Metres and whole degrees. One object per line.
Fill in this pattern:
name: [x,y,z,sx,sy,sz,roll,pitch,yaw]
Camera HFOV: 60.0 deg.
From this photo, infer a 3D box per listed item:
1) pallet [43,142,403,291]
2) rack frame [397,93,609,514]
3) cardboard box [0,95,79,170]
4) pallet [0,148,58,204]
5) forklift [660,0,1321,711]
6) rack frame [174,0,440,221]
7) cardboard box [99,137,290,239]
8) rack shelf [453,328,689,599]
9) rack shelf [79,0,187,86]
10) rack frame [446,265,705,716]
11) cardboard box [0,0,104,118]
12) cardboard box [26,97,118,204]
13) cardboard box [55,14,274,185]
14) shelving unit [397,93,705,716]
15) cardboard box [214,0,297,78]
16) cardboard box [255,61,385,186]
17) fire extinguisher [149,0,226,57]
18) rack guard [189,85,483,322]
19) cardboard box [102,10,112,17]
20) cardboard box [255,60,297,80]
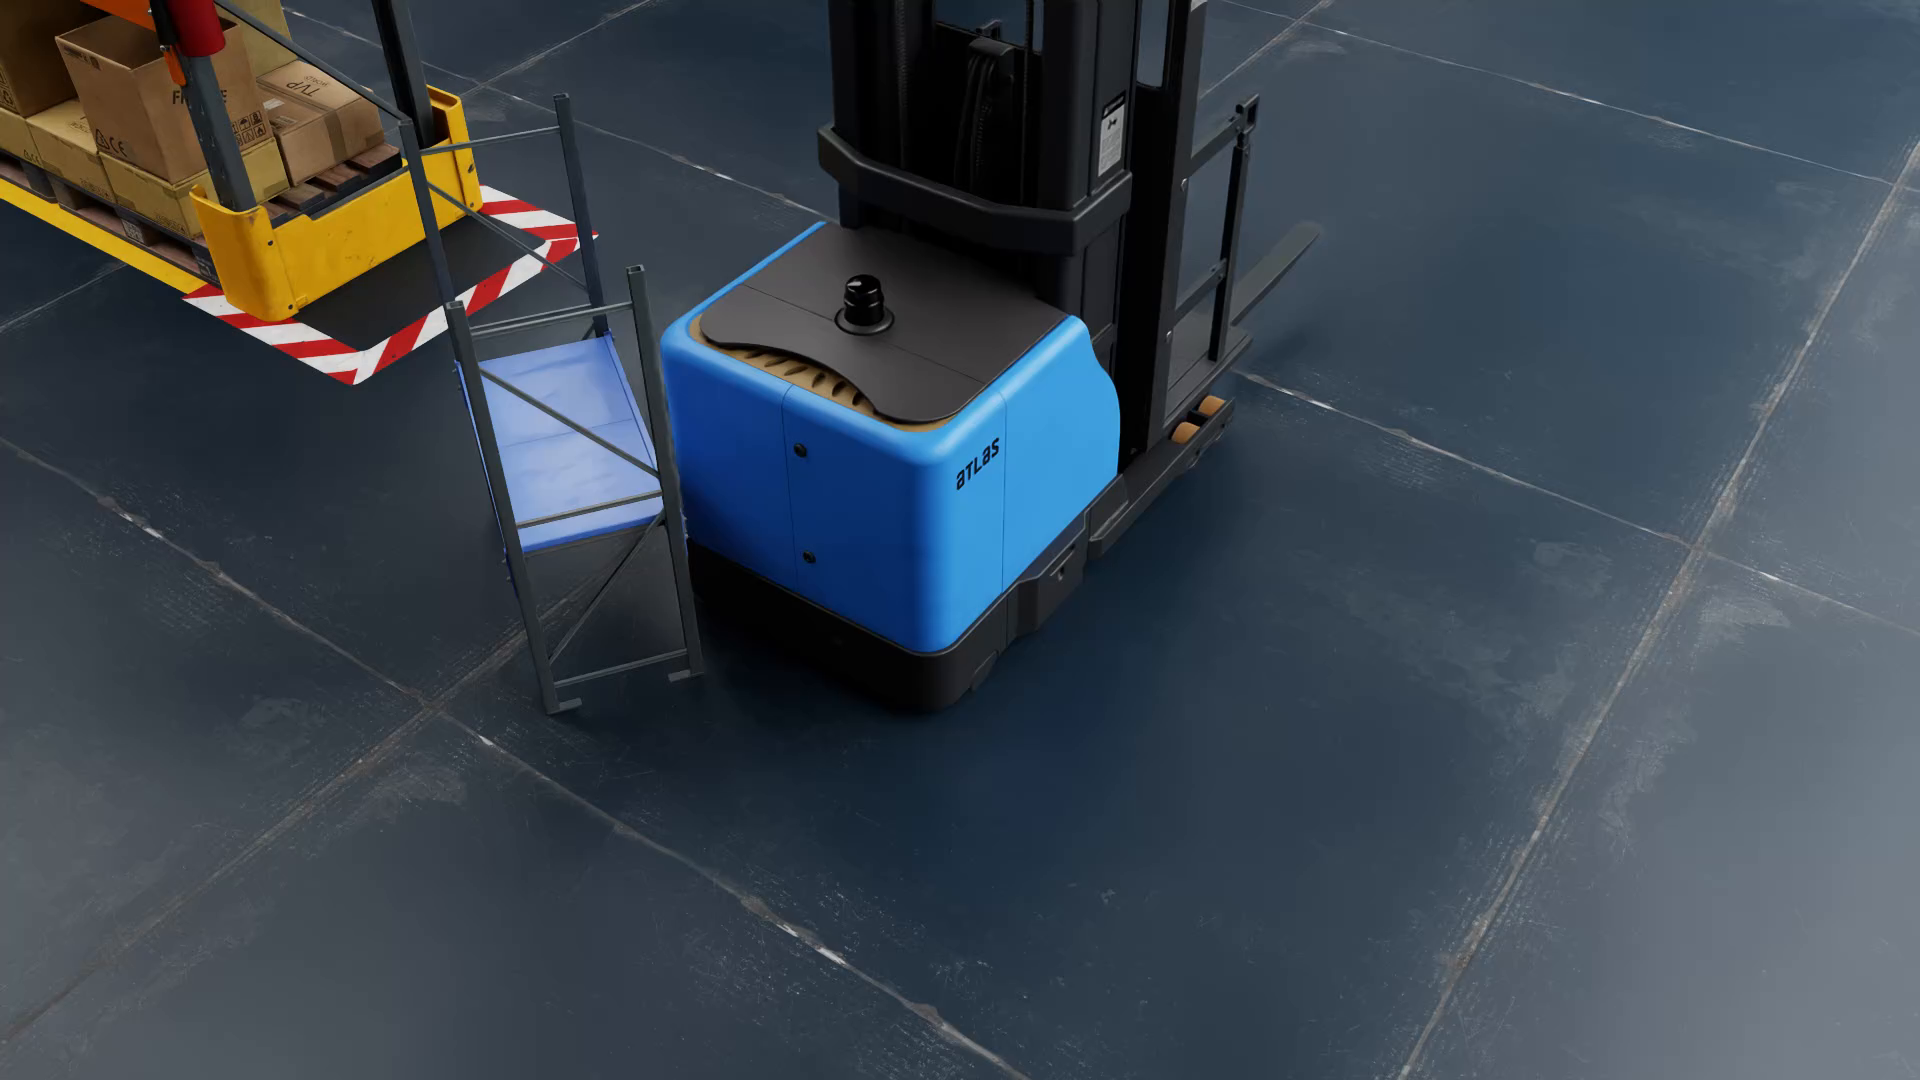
pallet: [-3.248,-1.606,7.387,1.213,0.211,1.003,25,48,25]
rack frame: [-1.410,-0.718,5.428,0.500,1.500,0.032,-14,44,-15]
cardboard box: [-4.033,-1.927,7.401,0.500,0.250,0.500,25,48,25]
pallet: [-4.242,-2.074,7.909,1.213,0.211,1.003,25,48,25]
forklift: [0.358,-1.519,5.249,1.130,2.935,3.031,25,47,25]
rack frame: [-2.598,-2.375,6.155,0.127,3.000,1.000,25,48,25]
cardboard box: [-3.206,-1.551,6.981,0.500,0.250,0.500,25,48,25]
rack shelf: [-1.230,-0.267,5.194,0.538,0.185,1.000,-14,44,-15]
rack shelf: [-4.235,-2.873,7.251,4.000,0.370,1.077,25,48,25]
rack frame: [-1.049,-0.084,4.719,0.500,1.500,0.032,-14,44,-15]
cardboard box: [-4.035,-2.204,7.149,0.500,0.500,0.500,25,48,25]
cardboard box: [-3.623,-1.736,7.188,0.500,0.250,0.500,25,48,25]
cardboard box: [-3.208,-1.830,6.730,0.500,0.500,0.500,25,48,25]
shelving unit: [-1.230,-0.401,5.074,0.538,1.500,1.048,-14,44,-15]
cardboard box: [-3.319,-2.304,7.260,0.500,0.500,0.500,25,48,25]
cardboard box: [-2.909,-1.834,7.297,0.500,0.250,0.500,25,48,25]
fire extinguisher: [-2.768,-2.048,5.847,0.183,0.674,0.296,25,48,25]
rack guard: [-2.578,-1.435,6.979,0.348,0.500,1.175,25,48,25]
cardboard box: [-3.736,-2.488,7.466,0.500,0.500,0.500,25,48,25]
cardboard box: [-3.320,-2.023,7.509,0.500,0.250,0.500,25,48,25]
